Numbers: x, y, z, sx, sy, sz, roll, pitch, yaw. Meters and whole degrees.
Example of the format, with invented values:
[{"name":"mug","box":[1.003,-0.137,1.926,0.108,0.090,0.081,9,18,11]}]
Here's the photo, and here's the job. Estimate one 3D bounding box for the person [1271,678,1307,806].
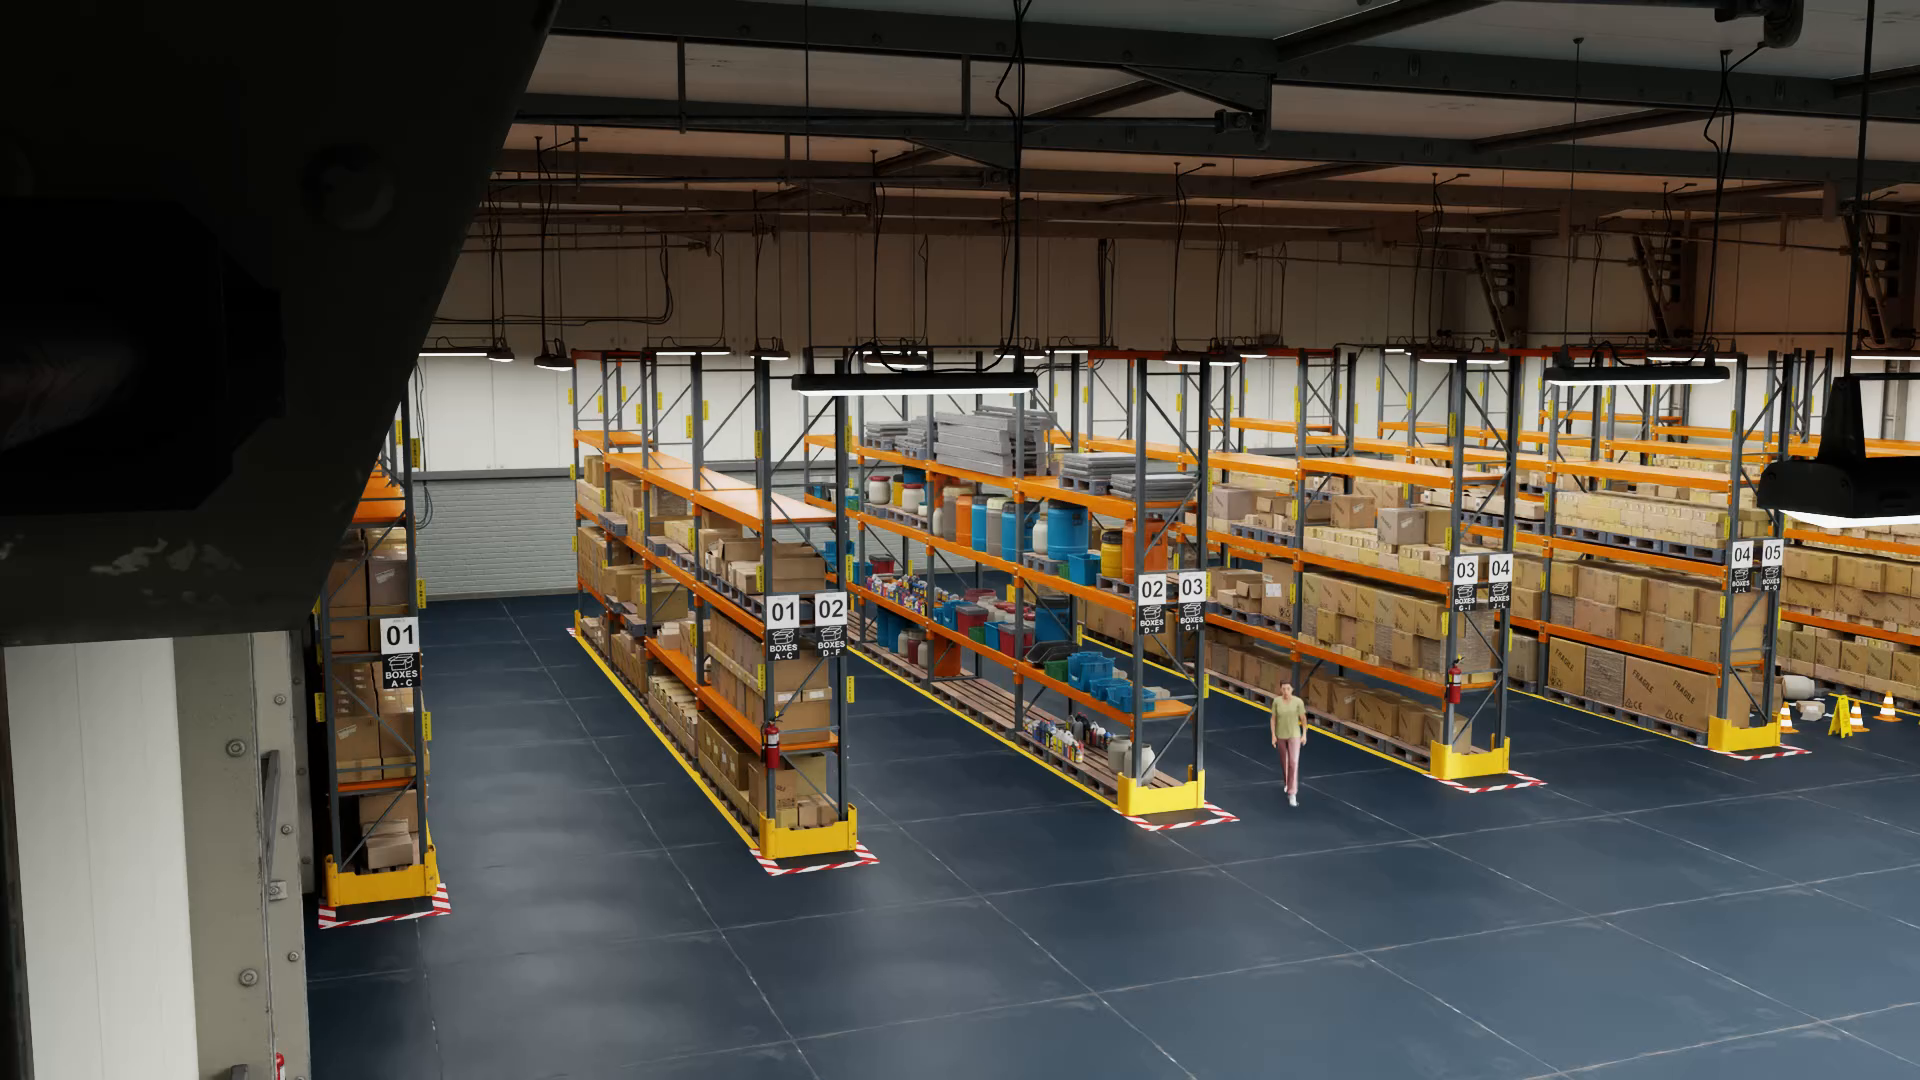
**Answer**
[{"name":"person","box":[4.461,2.695,22.638,0.494,1.650,0.851,4,8,27]}]
